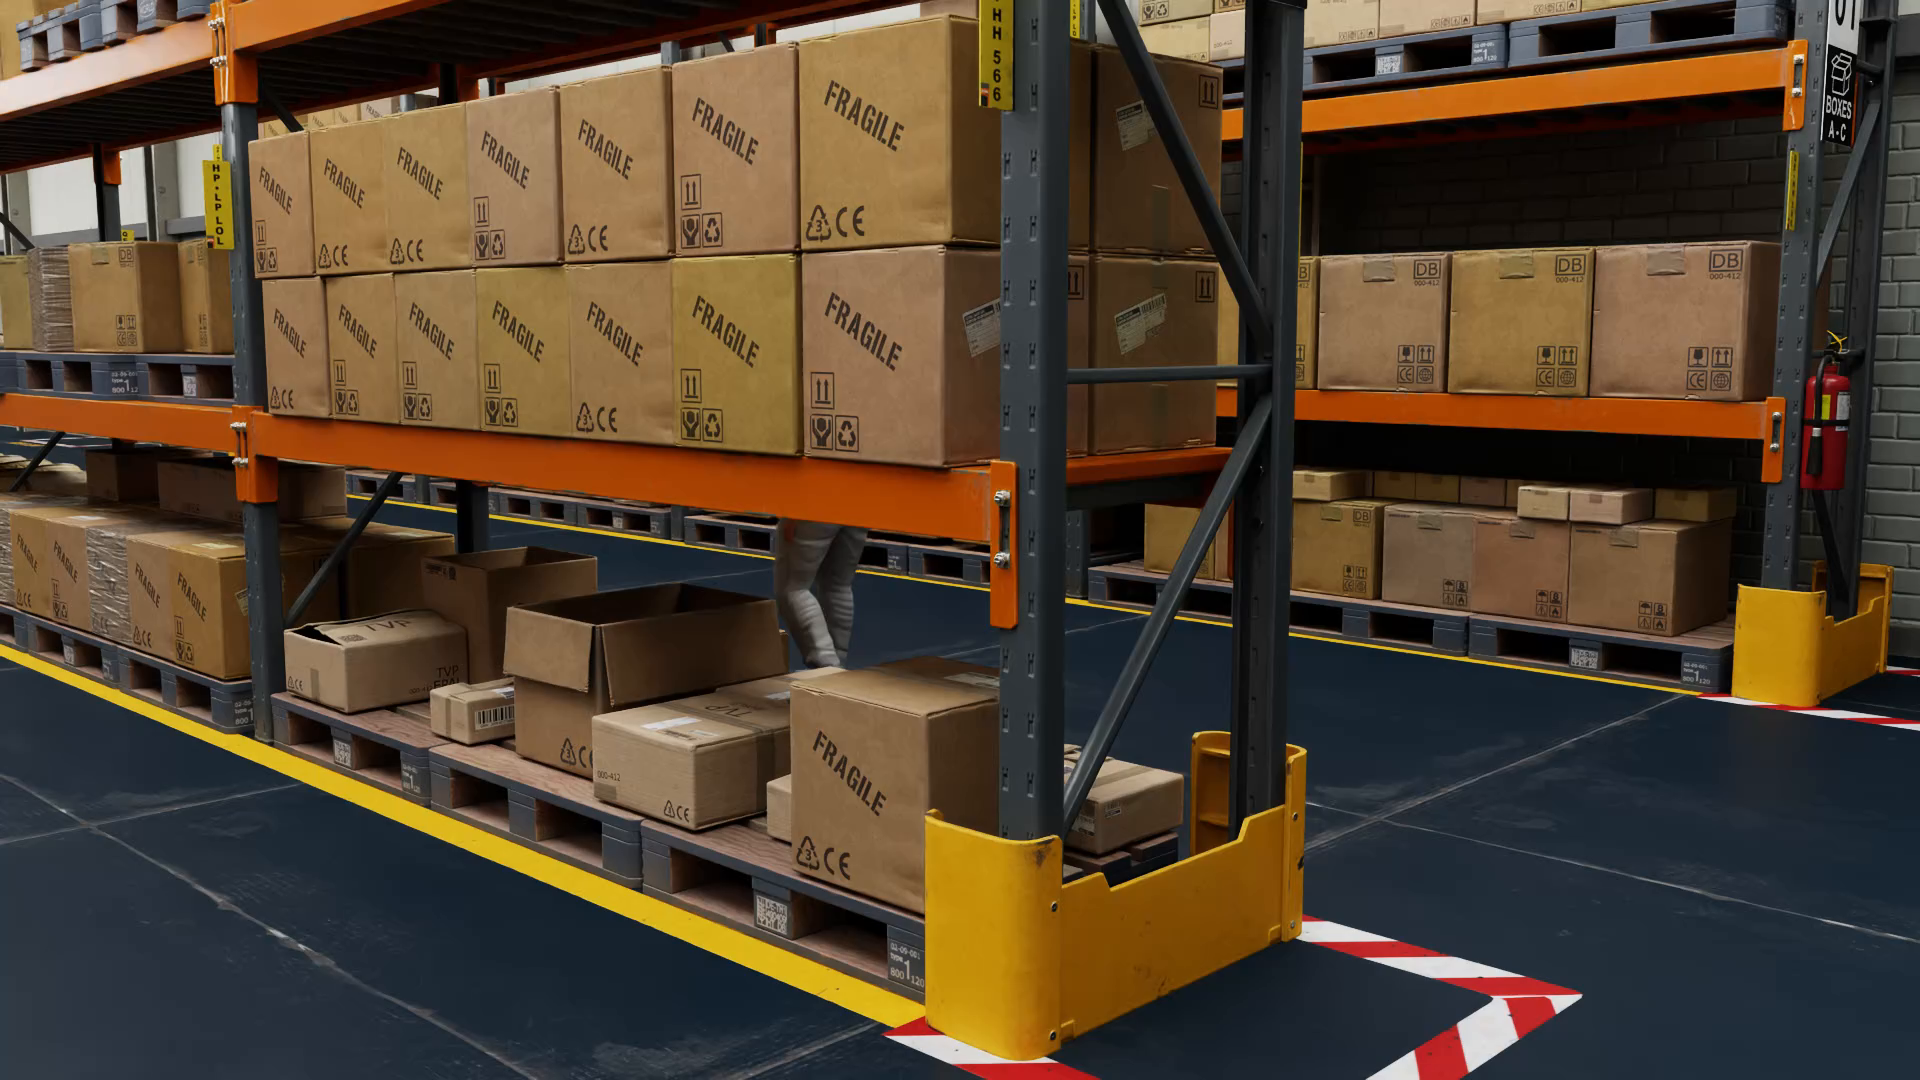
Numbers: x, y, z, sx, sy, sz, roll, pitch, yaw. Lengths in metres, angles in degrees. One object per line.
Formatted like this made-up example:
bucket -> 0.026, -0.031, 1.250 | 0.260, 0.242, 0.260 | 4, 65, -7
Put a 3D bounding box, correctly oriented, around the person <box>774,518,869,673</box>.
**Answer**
person -> -0.589, -0.128, 7.280 | 0.578, 1.674, 0.505 | 7, 10, 43
